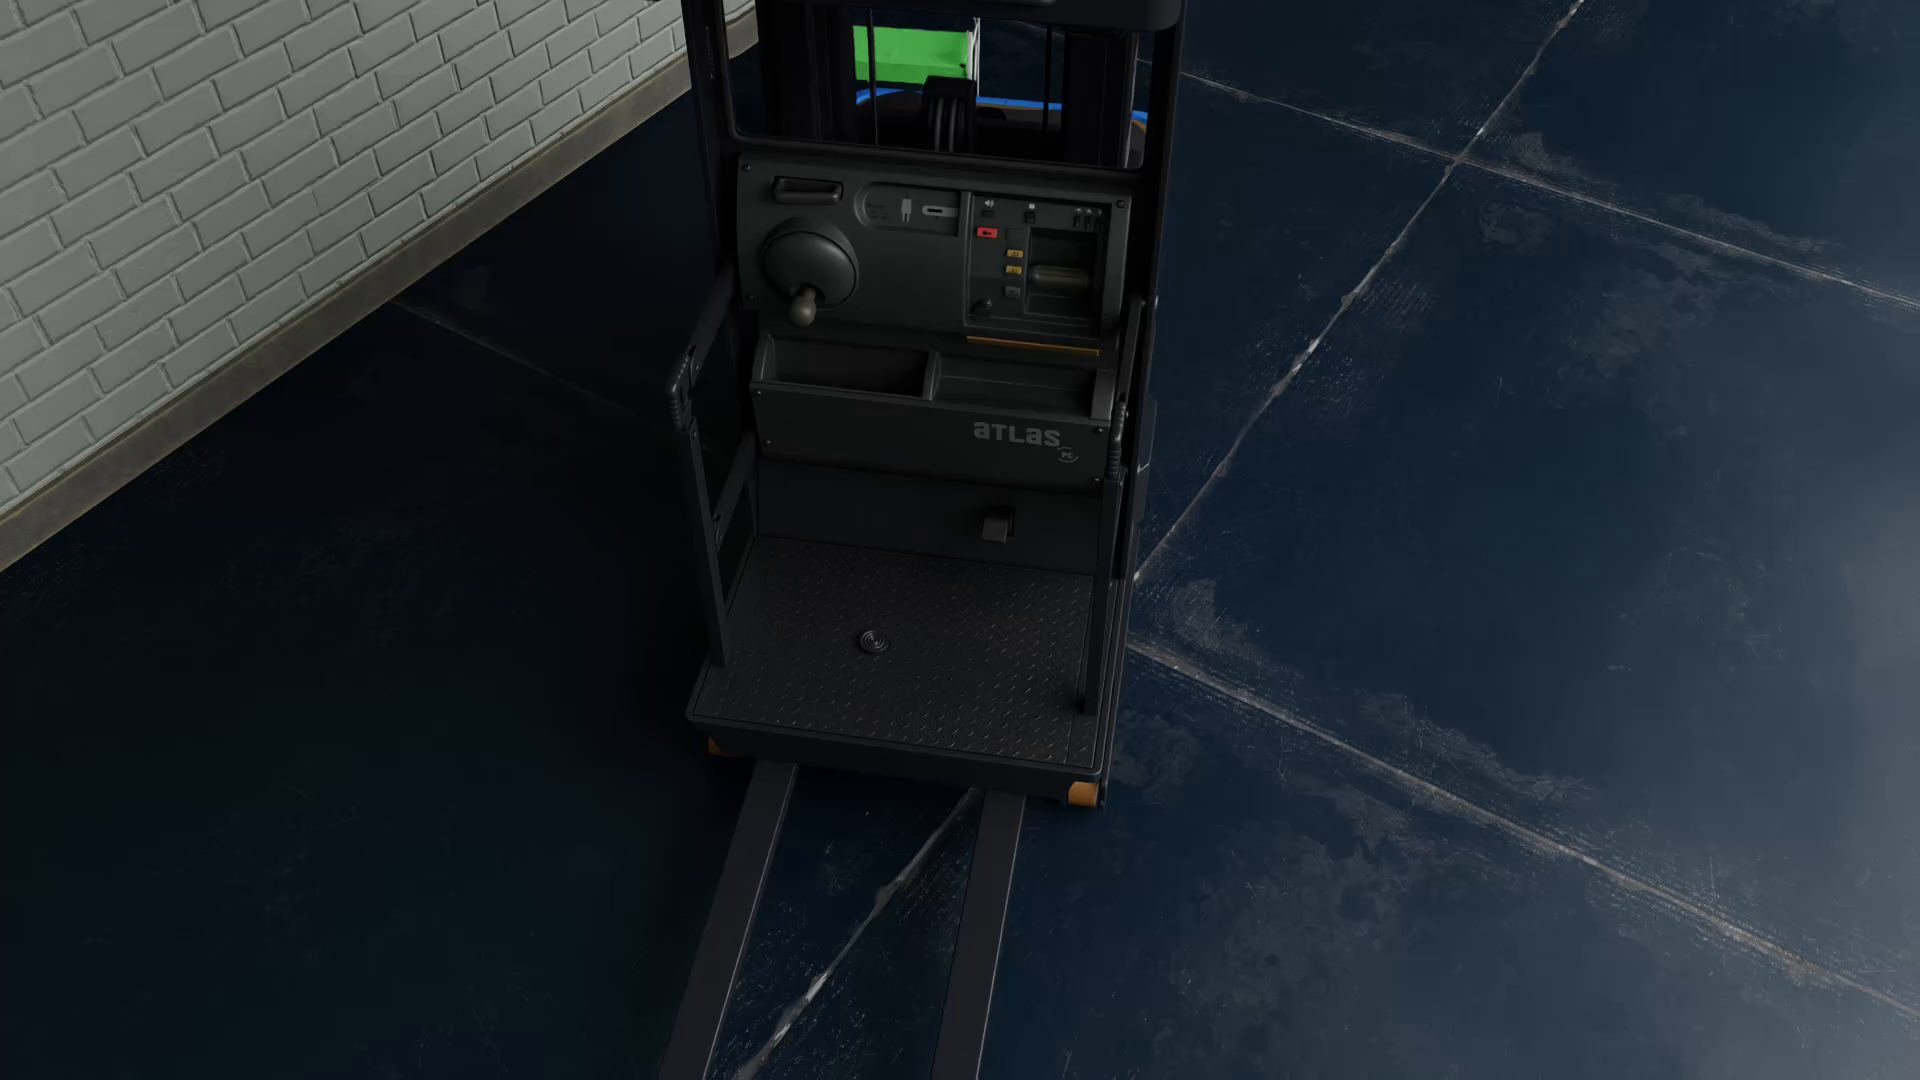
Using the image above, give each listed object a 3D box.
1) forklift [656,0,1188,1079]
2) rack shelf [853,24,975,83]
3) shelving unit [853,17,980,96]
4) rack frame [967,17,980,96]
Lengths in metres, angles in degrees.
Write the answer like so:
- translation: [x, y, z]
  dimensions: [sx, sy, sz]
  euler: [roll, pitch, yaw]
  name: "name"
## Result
- translation: [-0.103, -0.581, 3.771]
  dimensions: [1.130, 2.935, 3.031]
  euler: [7, 46, 7]
  name: "forklift"
- translation: [-0.199, -1.521, 5.303]
  dimensions: [0.480, 0.148, 0.258]
  euler: [5, 43, 5]
  name: "rack shelf"
- translation: [-0.202, -1.217, 5.588]
  dimensions: [0.503, 1.200, 0.258]
  euler: [5, 43, 5]
  name: "shelving unit"
- translation: [0.040, -1.196, 5.567]
  dimensions: [0.015, 1.200, 0.240]
  euler: [5, 43, 5]
  name: "rack frame"
